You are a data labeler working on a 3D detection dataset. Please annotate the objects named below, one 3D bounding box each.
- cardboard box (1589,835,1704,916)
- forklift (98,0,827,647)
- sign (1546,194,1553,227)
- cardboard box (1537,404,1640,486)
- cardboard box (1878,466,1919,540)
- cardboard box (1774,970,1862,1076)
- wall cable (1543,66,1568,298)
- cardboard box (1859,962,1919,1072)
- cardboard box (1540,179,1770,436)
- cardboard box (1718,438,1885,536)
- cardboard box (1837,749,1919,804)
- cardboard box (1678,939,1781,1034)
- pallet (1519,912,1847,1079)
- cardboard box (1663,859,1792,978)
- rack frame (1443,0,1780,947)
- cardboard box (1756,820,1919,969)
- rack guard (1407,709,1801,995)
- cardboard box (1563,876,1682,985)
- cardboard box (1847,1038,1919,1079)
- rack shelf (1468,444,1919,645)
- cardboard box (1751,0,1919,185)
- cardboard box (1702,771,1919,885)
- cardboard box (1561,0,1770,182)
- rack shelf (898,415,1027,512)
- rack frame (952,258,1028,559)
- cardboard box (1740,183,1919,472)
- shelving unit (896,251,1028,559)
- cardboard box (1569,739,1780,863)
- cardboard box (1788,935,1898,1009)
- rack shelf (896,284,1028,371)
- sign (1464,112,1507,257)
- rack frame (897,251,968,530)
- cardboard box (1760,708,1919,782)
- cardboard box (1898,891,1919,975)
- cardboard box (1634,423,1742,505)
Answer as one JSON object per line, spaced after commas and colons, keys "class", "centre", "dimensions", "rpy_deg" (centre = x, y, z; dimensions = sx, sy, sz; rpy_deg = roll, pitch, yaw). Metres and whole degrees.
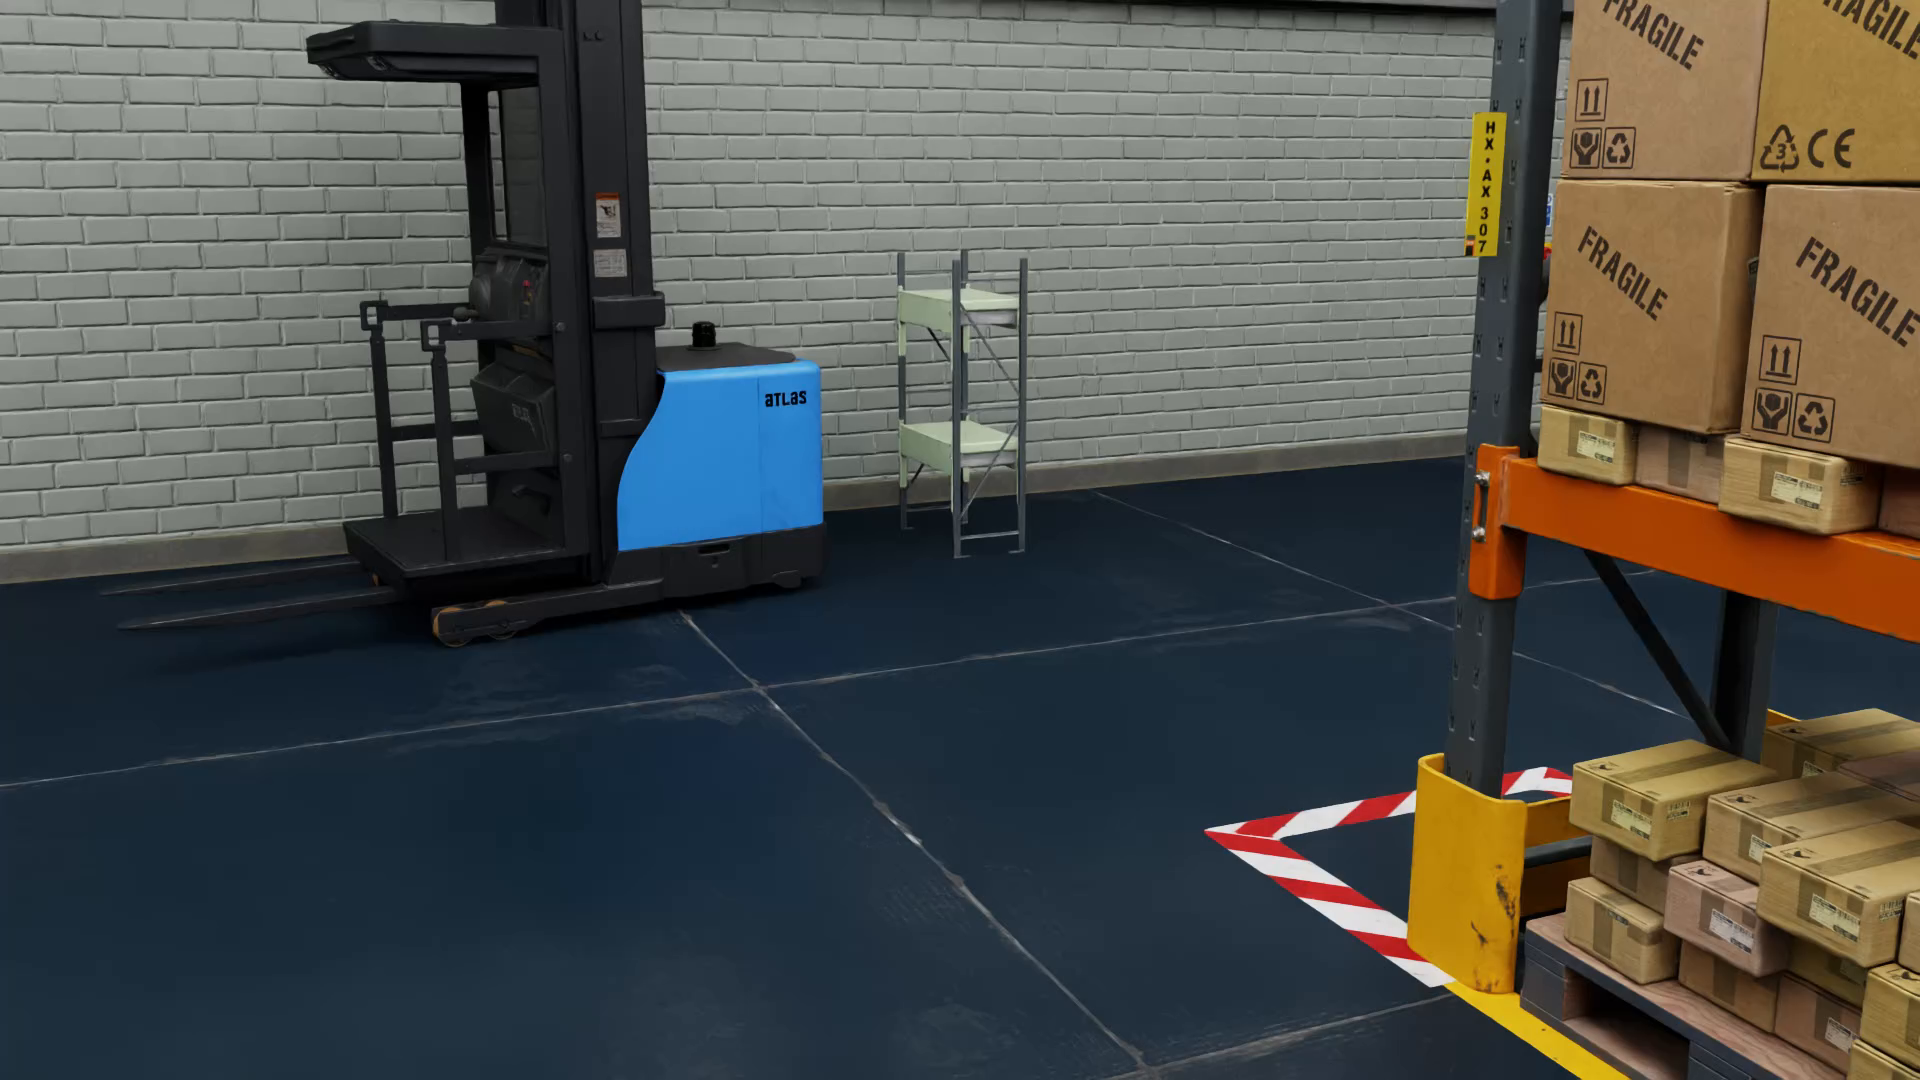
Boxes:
{"class": "cardboard box", "centre": [1.690, 0.722, 3.830], "dimensions": [0.380, 0.149, 0.250], "rpy_deg": [-5, 14, -21]}
{"class": "forklift", "centre": [-2.148, -1.117, 7.196], "dimensions": [3.031, 2.935, 1.130], "rpy_deg": [-8, 15, -32]}
{"class": "sign", "centre": [3.862, -2.220, 11.209], "dimensions": [0.327, 0.218, 0.001], "rpy_deg": [-6, 14, -23]}
{"class": "cardboard box", "centre": [1.545, -0.230, 3.769], "dimensions": [0.380, 0.149, 0.250], "rpy_deg": [-6, 14, -23]}
{"class": "cardboard box", "centre": [1.973, -0.080, 3.119], "dimensions": [0.380, 0.149, 0.250], "rpy_deg": [-5, 14, -20]}
{"class": "cardboard box", "centre": [1.918, 0.970, 3.418], "dimensions": [0.380, 0.149, 0.250], "rpy_deg": [-5, 14, -22]}
{"class": "wall cable", "centre": [3.930, -2.590, 11.086], "dimensions": [0.585, 1.953, 0.123], "rpy_deg": [-6, 14, -23]}
{"class": "cardboard box", "centre": [1.931, 0.889, 3.108], "dimensions": [0.380, 0.149, 0.250], "rpy_deg": [-5, 14, -21]}
{"class": "cardboard box", "centre": [1.642, -0.525, 3.604], "dimensions": [0.500, 0.500, 0.500], "rpy_deg": [-5, 14, -20]}
{"class": "cardboard box", "centre": [1.744, -0.121, 3.297], "dimensions": [0.380, 0.149, 0.250], "rpy_deg": [-6, 14, -25]}
{"class": "cardboard box", "centre": [2.208, 0.589, 3.744], "dimensions": [0.380, 0.149, 0.250], "rpy_deg": [-5, 14, -22]}
{"class": "cardboard box", "centre": [1.812, 0.919, 3.637], "dimensions": [0.380, 0.149, 0.250], "rpy_deg": [-6, 14, -23]}
{"class": "pallet", "centre": [2.039, 1.096, 3.665], "dimensions": [1.003, 0.211, 1.213], "rpy_deg": [-6, 14, -23]}
{"class": "cardboard box", "centre": [1.748, 0.784, 3.564], "dimensions": [0.380, 0.149, 0.250], "rpy_deg": [-6, 14, -23]}
{"class": "rack frame", "centre": [1.715, -0.449, 4.157], "dimensions": [1.000, 3.000, 0.127], "rpy_deg": [-6, 14, -23]}
{"class": "cardboard box", "centre": [1.818, 0.694, 3.290], "dimensions": [0.380, 0.149, 0.250], "rpy_deg": [-6, 14, -23]}
{"class": "rack guard", "centre": [1.746, 0.785, 4.371], "dimensions": [1.175, 0.500, 0.348], "rpy_deg": [-6, 14, -23]}
{"class": "cardboard box", "centre": [1.632, 0.872, 3.839], "dimensions": [0.380, 0.149, 0.250], "rpy_deg": [-5, 14, -22]}
{"class": "cardboard box", "centre": [1.920, 1.033, 3.147], "dimensions": [0.380, 0.149, 0.250], "rpy_deg": [-5, 14, -22]}
{"class": "rack shelf", "centre": [2.517, 0.315, 2.453], "dimensions": [1.077, 0.370, 4.000], "rpy_deg": [-6, 14, -23]}
{"class": "cardboard box", "centre": [1.860, -0.909, 3.048], "dimensions": [0.500, 0.500, 0.500], "rpy_deg": [-5, 14, -21]}
{"class": "cardboard box", "centre": [1.835, 0.631, 3.565], "dimensions": [0.380, 0.149, 0.250], "rpy_deg": [-5, 14, -22]}
{"class": "cardboard box", "centre": [1.652, -1.013, 3.496], "dimensions": [0.500, 0.500, 0.500], "rpy_deg": [-6, 14, -23]}
{"class": "rack shelf", "centre": [0.003, -0.412, 8.768], "dimensions": [0.431, 0.370, 0.720], "rpy_deg": [-6, 14, -23]}
{"class": "rack frame", "centre": [0.149, -0.654, 8.368], "dimensions": [0.400, 1.500, 0.023], "rpy_deg": [-6, 14, -23]}
{"class": "cardboard box", "centre": [1.880, -0.417, 3.136], "dimensions": [0.500, 0.500, 0.500], "rpy_deg": [-6, 14, -23]}
{"class": "shelving unit", "centre": [0.003, -0.729, 8.695], "dimensions": [0.431, 1.500, 0.755], "rpy_deg": [-6, 14, -23]}
{"class": "cardboard box", "centre": [1.614, 0.584, 3.764], "dimensions": [0.380, 0.149, 0.250], "rpy_deg": [-6, 14, -26]}
{"class": "cardboard box", "centre": [1.927, 0.826, 3.380], "dimensions": [0.380, 0.149, 0.250], "rpy_deg": [-5, 14, -22]}
{"class": "rack shelf", "centre": [0.003, -1.110, 8.607], "dimensions": [0.431, 0.370, 0.720], "rpy_deg": [-6, 14, -23]}
{"class": "sign", "centre": [1.218, -0.822, 3.848], "dimensions": [0.100, 0.325, 0.005], "rpy_deg": [-6, 14, -23]}
{"class": "rack frame", "centre": [-0.144, -0.805, 9.022], "dimensions": [0.400, 1.500, 0.023], "rpy_deg": [-6, 14, -23]}
{"class": "cardboard box", "centre": [2.160, 0.532, 3.991], "dimensions": [0.380, 0.149, 0.250], "rpy_deg": [-5, 14, -22]}
{"class": "cardboard box", "centre": [1.993, 0.738, 3.101], "dimensions": [0.380, 0.149, 0.250], "rpy_deg": [-6, 14, -26]}
{"class": "cardboard box", "centre": [1.685, -0.181, 3.558], "dimensions": [0.380, 0.149, 0.250], "rpy_deg": [-5, 14, -21]}
